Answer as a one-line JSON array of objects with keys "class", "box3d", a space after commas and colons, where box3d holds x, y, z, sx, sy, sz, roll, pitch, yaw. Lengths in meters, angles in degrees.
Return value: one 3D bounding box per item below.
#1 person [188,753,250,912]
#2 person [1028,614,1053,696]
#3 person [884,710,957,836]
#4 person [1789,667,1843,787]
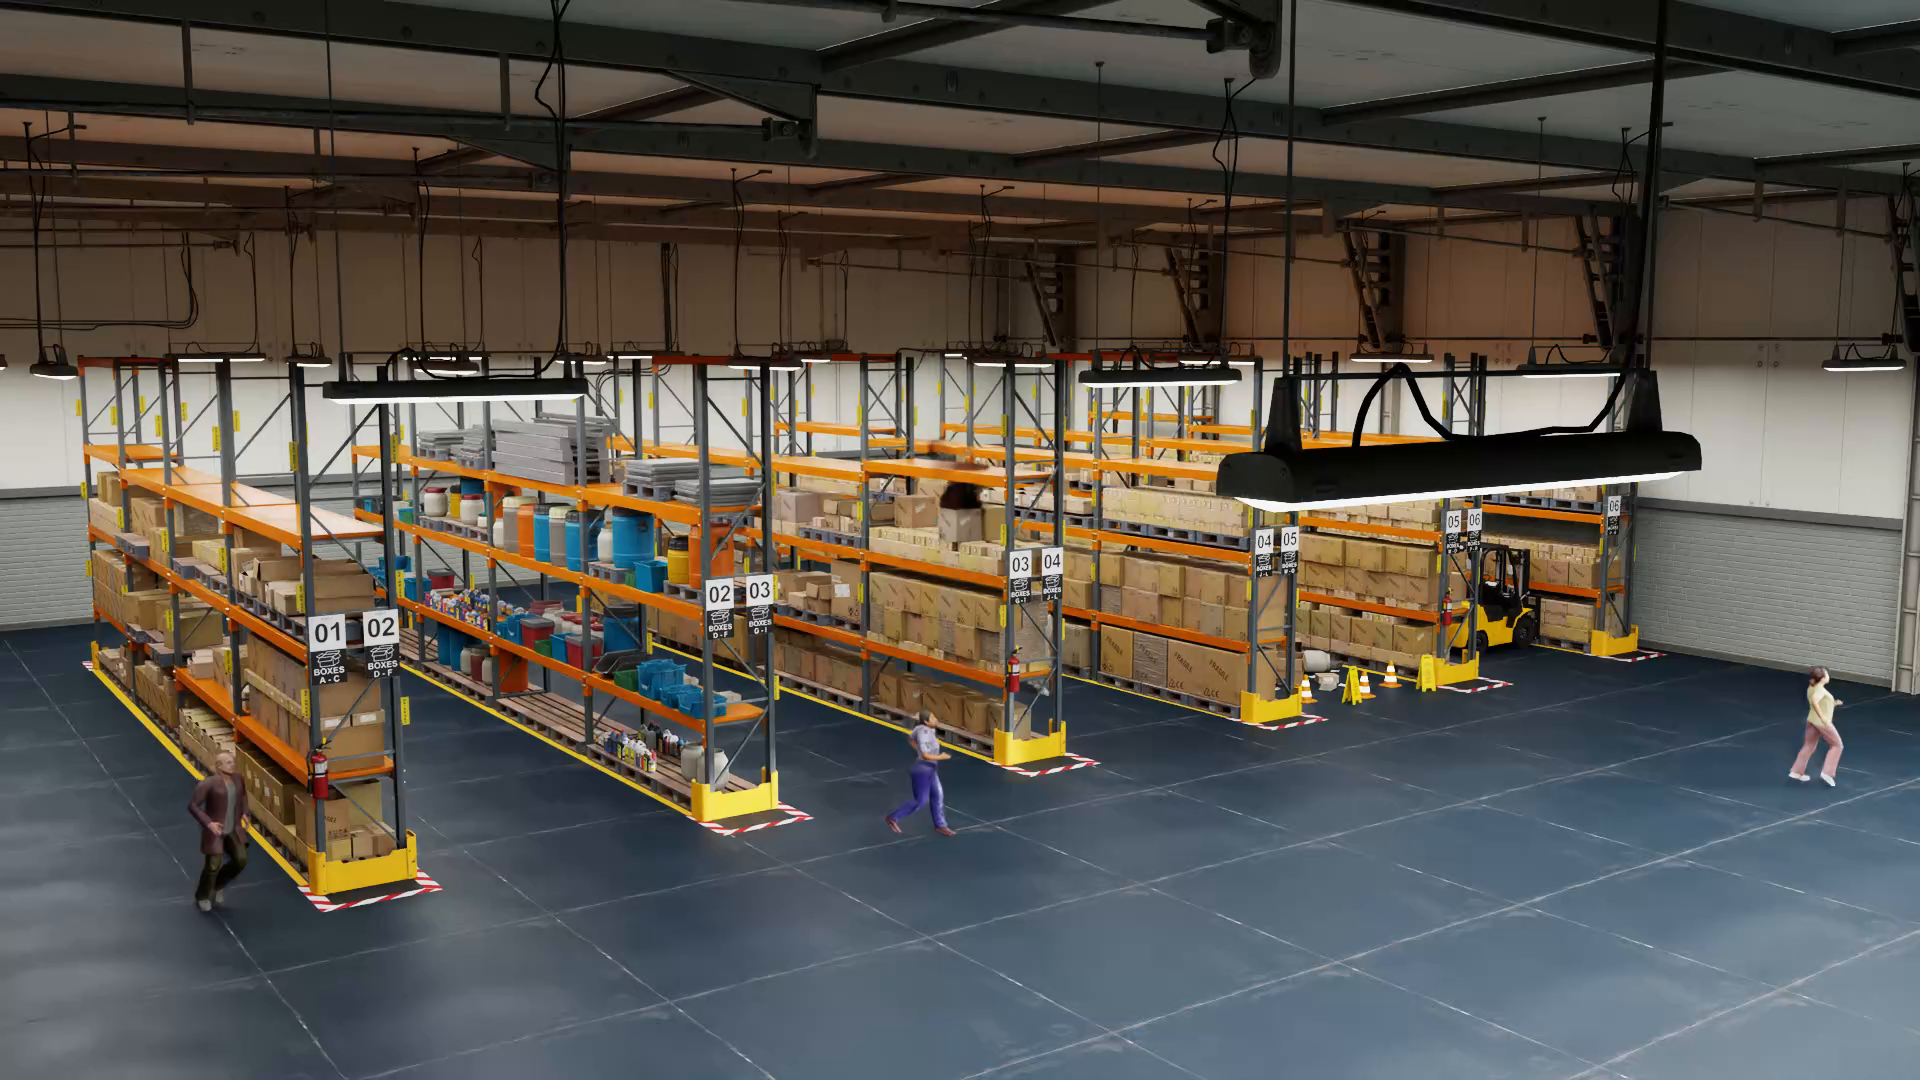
[{"class": "person", "box3d": [-8.201, 3.236, 18.564, 0.591, 1.721, 0.771, 5, 9, 36]}, {"class": "person", "box3d": [1.467, 1.905, 29.719, 0.738, 1.720, 0.531, 7, 10, 43]}, {"class": "person", "box3d": [-0.503, 2.972, 21.121, 0.928, 1.661, 0.615, 0, 7, -3]}, {"class": "person", "box3d": [12.156, 2.653, 23.561, 0.723, 1.721, 0.543, -1, 7, -7]}]
